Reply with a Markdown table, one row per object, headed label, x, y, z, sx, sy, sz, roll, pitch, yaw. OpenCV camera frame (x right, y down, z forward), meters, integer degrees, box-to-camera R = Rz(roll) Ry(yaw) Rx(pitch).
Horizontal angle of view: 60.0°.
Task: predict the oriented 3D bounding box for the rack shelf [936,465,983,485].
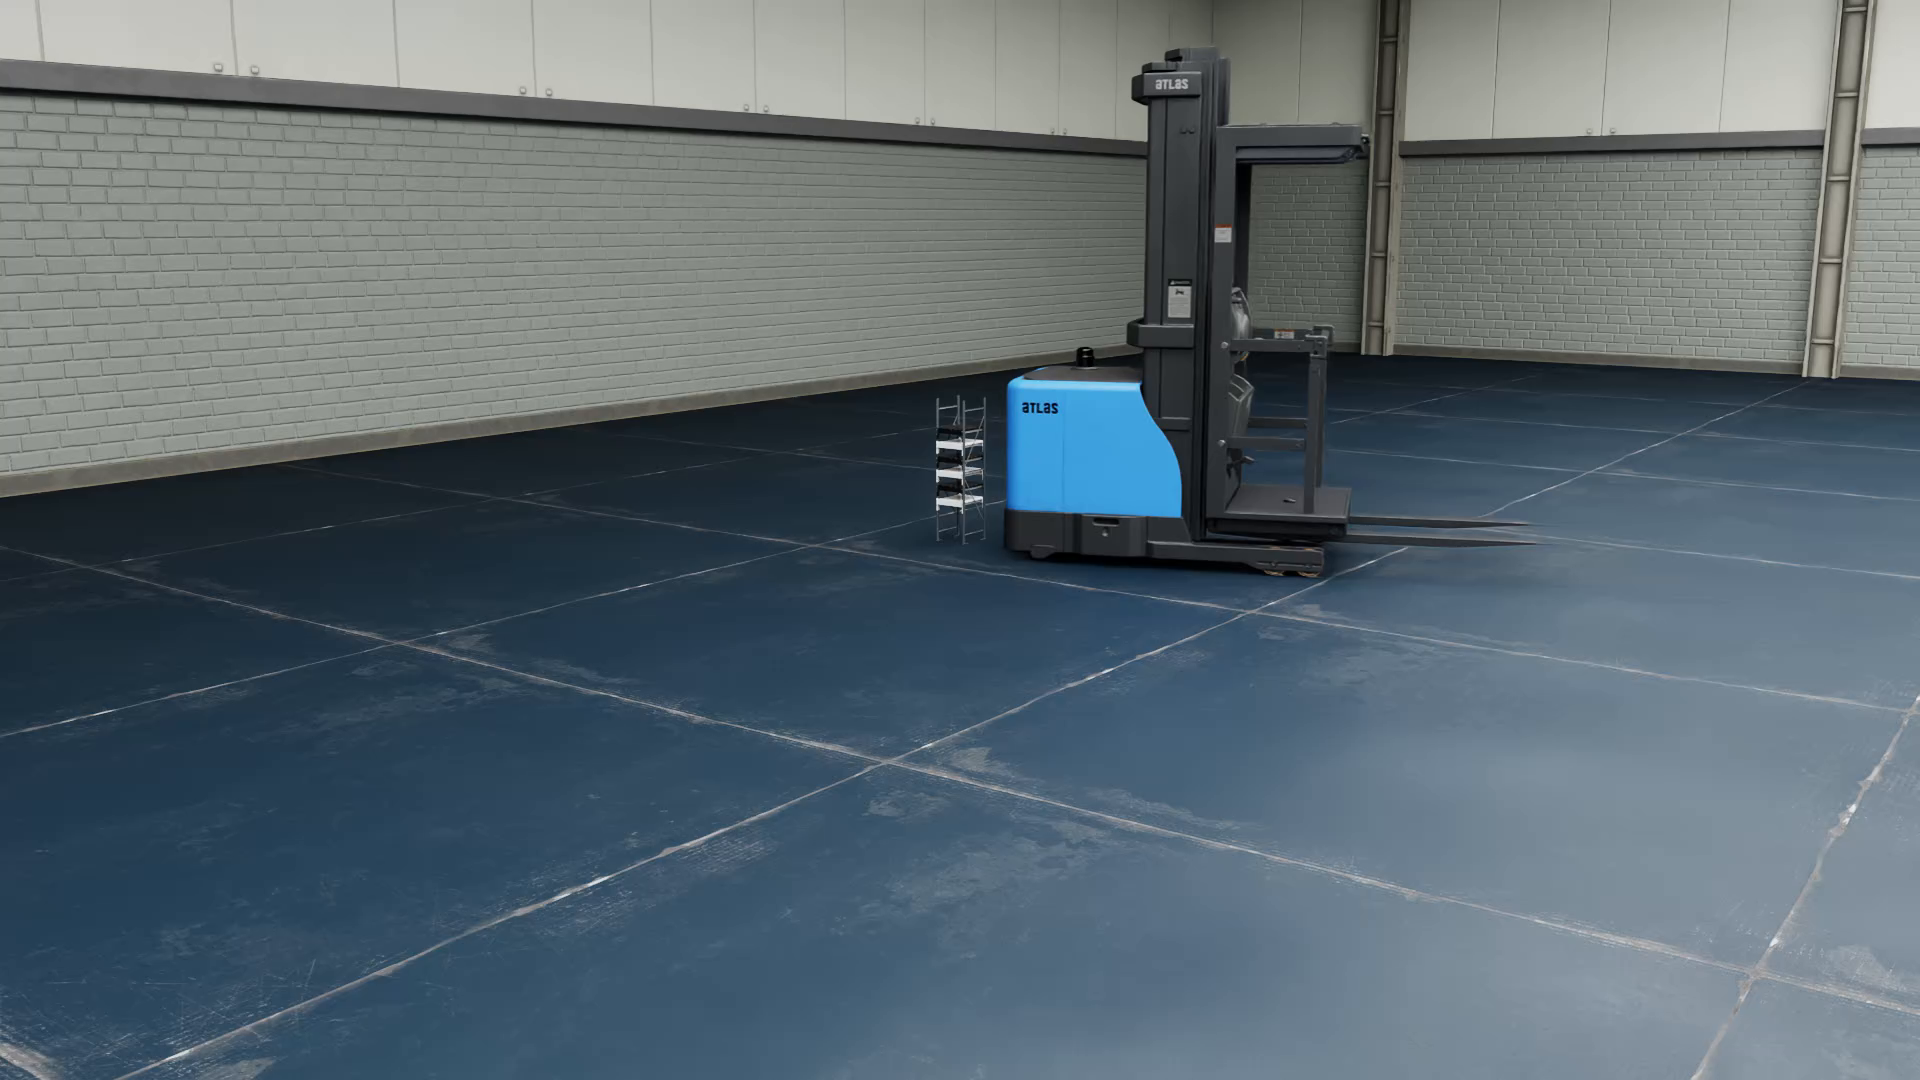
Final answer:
| label | x | y | z | sx | sy | sz | roll | pitch | yaw |
| --- | --- | --- | --- | --- | --- | --- | --- | --- | --- |
| rack shelf | 0.007 | -0.408 | 10.446 | 0.200 | 0.077 | 0.258 | 8 | 13 | 36 |

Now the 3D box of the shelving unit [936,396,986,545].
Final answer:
| label | x | y | z | sx | sy | sz | roll | pitch | yaw |
| --- | --- | --- | --- | --- | --- | --- | --- | --- | --- |
| shelving unit | 0.007 | -0.441 | 10.439 | 0.210 | 0.900 | 0.258 | 8 | 13 | 36 |

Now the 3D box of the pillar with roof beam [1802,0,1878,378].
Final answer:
| label | x | y | z | sx | sy | sz | roll | pitch | yaw |
| --- | --- | --- | --- | --- | --- | --- | --- | --- | --- |
| pillar with roof beam | 8.533 | -5.863 | 17.145 | 0.400 | 9.000 | 9.100 | 8 | 13 | 36 |

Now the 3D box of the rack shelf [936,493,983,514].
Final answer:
| label | x | y | z | sx | sy | sz | roll | pitch | yaw |
| --- | --- | --- | --- | --- | --- | --- | --- | --- | --- |
| rack shelf | 0.007 | -0.231 | 10.480 | 0.200 | 0.077 | 0.258 | 8 | 13 | 36 |

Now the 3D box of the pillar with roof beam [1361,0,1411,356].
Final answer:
| label | x | y | z | sx | sy | sz | roll | pitch | yaw |
| --- | --- | --- | --- | --- | --- | --- | --- | --- | --- |
| pillar with roof beam | 3.697 | -6.538 | 20.631 | 0.400 | 9.000 | 9.100 | 8 | 13 | 36 |

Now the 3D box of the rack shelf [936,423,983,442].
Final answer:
| label | x | y | z | sx | sy | sz | roll | pitch | yaw |
| --- | --- | --- | --- | --- | --- | --- | --- | --- | --- |
| rack shelf | 0.007 | -0.673 | 10.395 | 0.200 | 0.077 | 0.258 | 8 | 13 | 36 |

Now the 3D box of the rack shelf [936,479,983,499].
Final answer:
| label | x | y | z | sx | sy | sz | roll | pitch | yaw |
| --- | --- | --- | --- | --- | --- | --- | --- | --- | --- |
| rack shelf | 0.007 | -0.320 | 10.463 | 0.200 | 0.077 | 0.258 | 8 | 13 | 36 |

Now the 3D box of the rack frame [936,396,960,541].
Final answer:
| label | x | y | z | sx | sy | sz | roll | pitch | yaw |
| --- | --- | --- | --- | --- | --- | --- | --- | --- | --- |
| rack frame | -0.075 | -0.452 | 10.499 | 0.006 | 0.900 | 0.240 | 8 | 13 | 36 |

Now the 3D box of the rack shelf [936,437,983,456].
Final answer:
| label | x | y | z | sx | sy | sz | roll | pitch | yaw |
| --- | --- | --- | --- | --- | --- | --- | --- | --- | --- |
| rack shelf | 0.007 | -0.585 | 10.412 | 0.200 | 0.077 | 0.258 | 8 | 13 | 36 |

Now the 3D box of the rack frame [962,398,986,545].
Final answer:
| label | x | y | z | sx | sy | sz | roll | pitch | yaw |
| --- | --- | --- | --- | --- | --- | --- | --- | --- | --- |
| rack frame | 0.088 | -0.429 | 10.380 | 0.006 | 0.900 | 0.240 | 8 | 13 | 36 |

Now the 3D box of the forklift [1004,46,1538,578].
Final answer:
| label | x | y | z | sx | sy | sz | roll | pitch | yaw |
| --- | --- | --- | --- | --- | --- | --- | --- | --- | --- |
| forklift | 1.837 | -1.336 | 9.721 | 3.031 | 2.935 | 1.130 | 3 | 11 | 14 |

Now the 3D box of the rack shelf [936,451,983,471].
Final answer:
| label | x | y | z | sx | sy | sz | roll | pitch | yaw |
| --- | --- | --- | --- | --- | --- | --- | --- | --- | --- |
| rack shelf | 0.007 | -0.497 | 10.429 | 0.200 | 0.077 | 0.258 | 8 | 13 | 36 |
